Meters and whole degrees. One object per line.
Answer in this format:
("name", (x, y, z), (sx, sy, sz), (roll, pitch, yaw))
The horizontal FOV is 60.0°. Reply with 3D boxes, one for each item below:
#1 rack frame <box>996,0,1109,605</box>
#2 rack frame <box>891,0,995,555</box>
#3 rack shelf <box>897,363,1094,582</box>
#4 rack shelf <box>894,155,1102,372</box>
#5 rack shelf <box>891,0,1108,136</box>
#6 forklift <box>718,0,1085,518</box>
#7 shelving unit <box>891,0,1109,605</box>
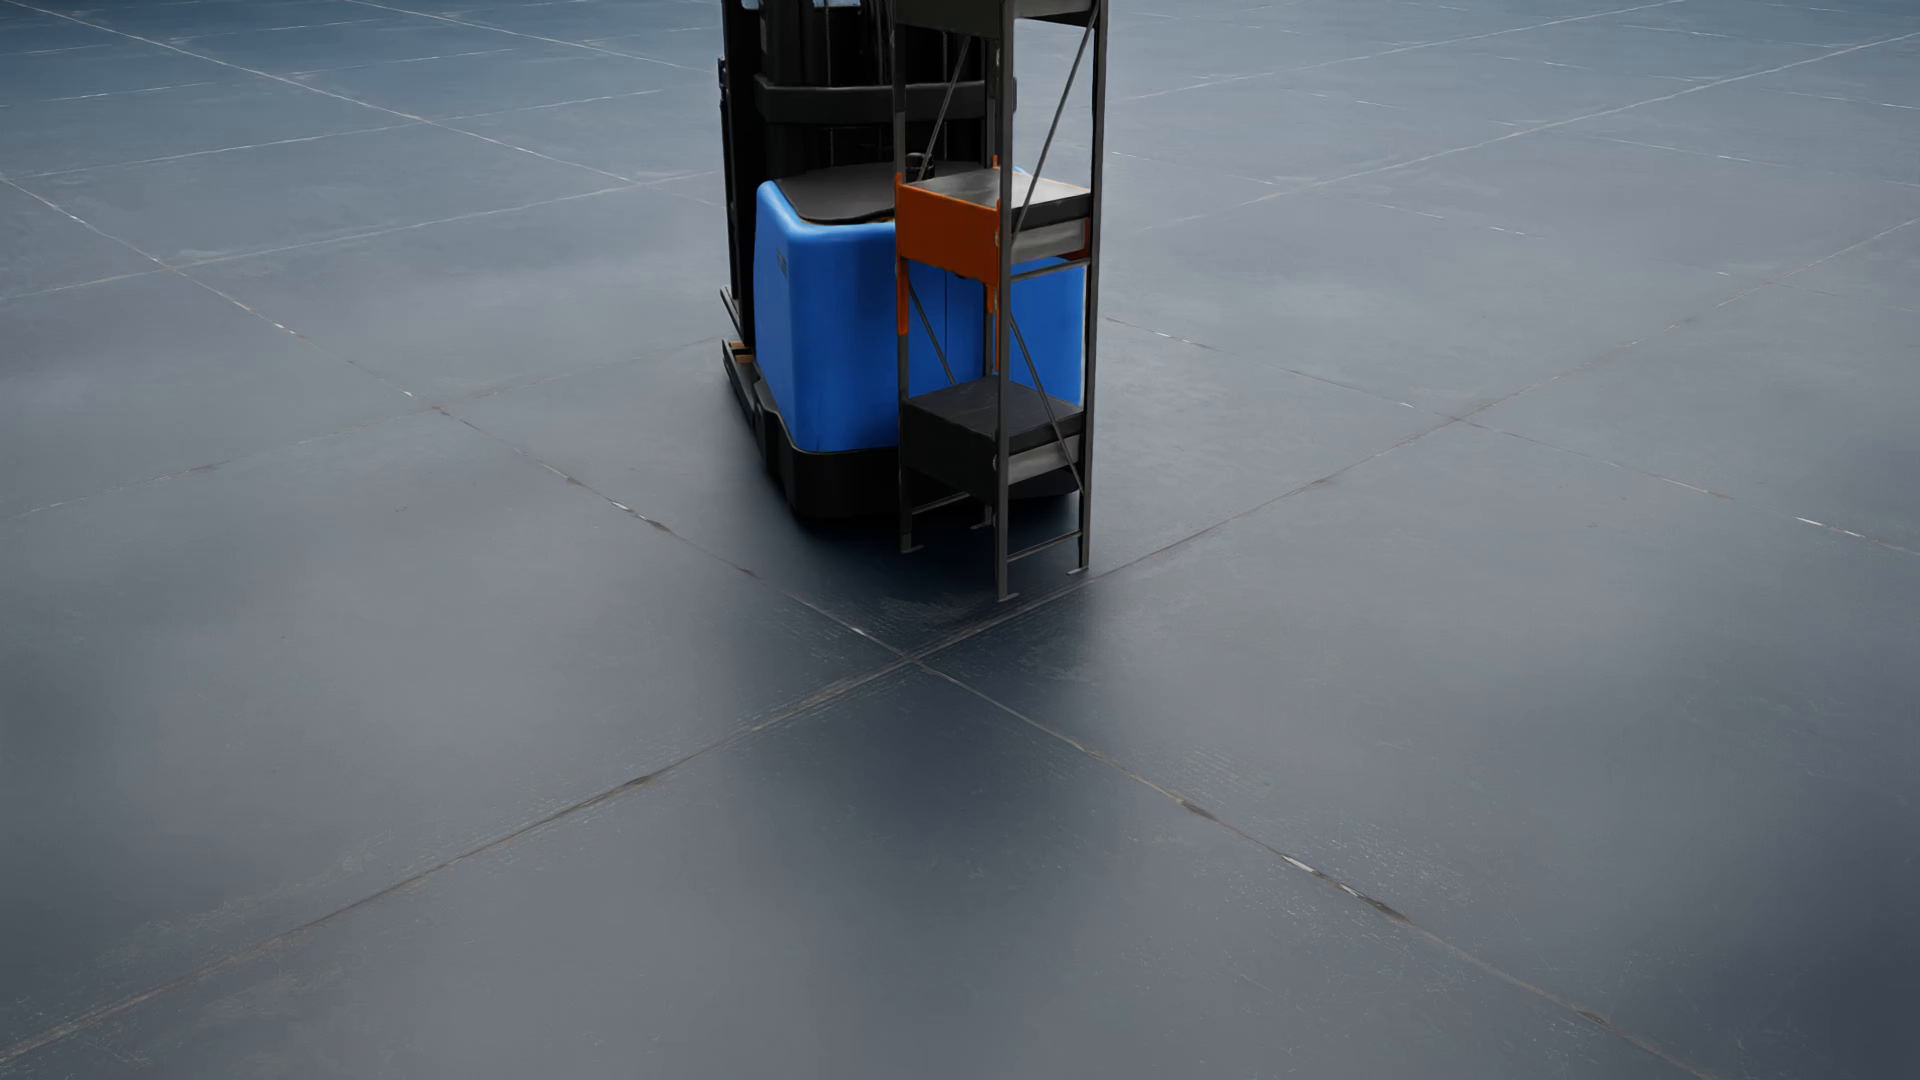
("rack frame", (0.271, -0.804, 4.983), (0.400, 2.100, 0.015), (-19, 31, -36))
("rack frame", (-0.045, -0.959, 5.321), (0.400, 2.100, 0.015), (-19, 31, -36))
("rack shelf", (0.113, -0.232, 5.448), (0.431, 0.518, 0.480), (-19, 31, -36))
("rack shelf", (0.113, -0.869, 5.158), (0.431, 0.518, 0.480), (-19, 31, -36))
("rack shelf", (0.112, -1.506, 4.867), (0.431, 0.518, 0.480), (-19, 31, -36))
("forklift", (-0.418, -1.995, 6.591), (1.130, 2.935, 3.031), (-6, 25, -13))
("shelving unit", (0.113, -0.881, 5.152), (0.431, 2.100, 0.503), (-19, 31, -36))
